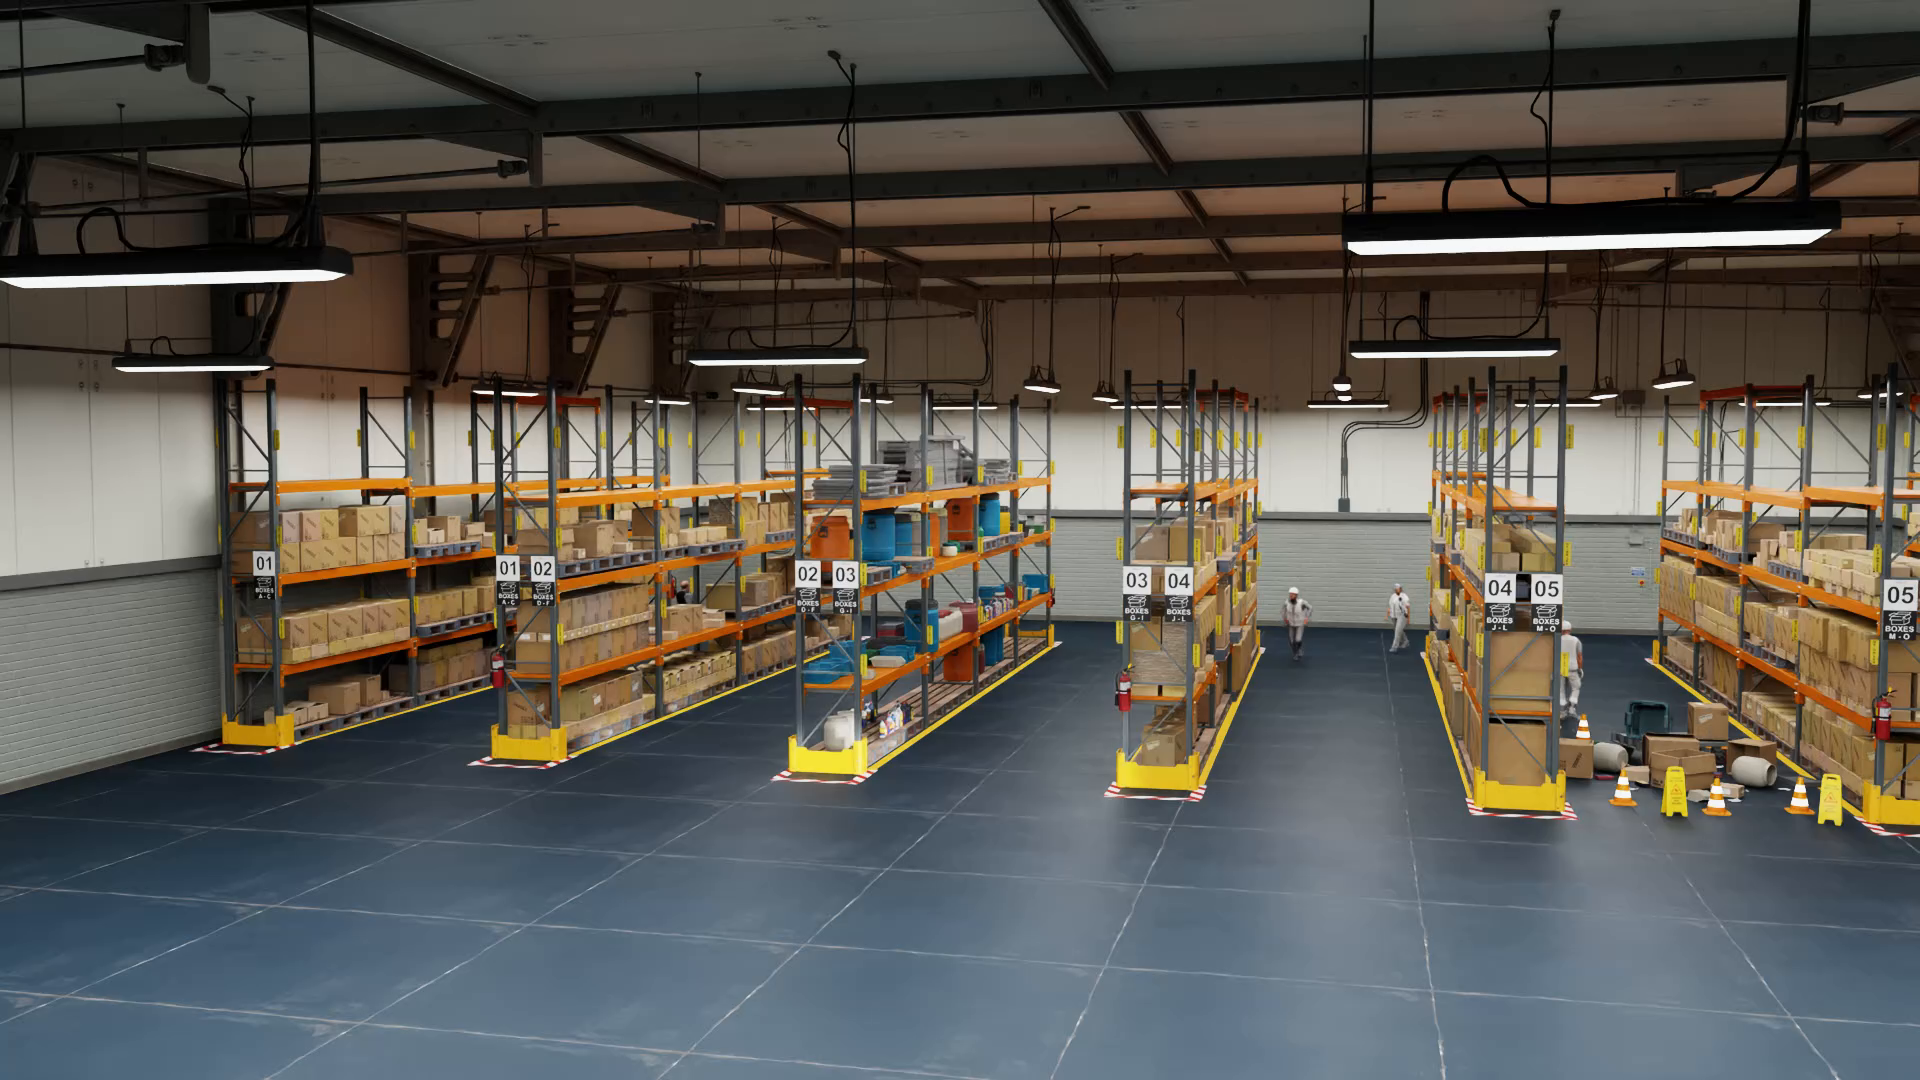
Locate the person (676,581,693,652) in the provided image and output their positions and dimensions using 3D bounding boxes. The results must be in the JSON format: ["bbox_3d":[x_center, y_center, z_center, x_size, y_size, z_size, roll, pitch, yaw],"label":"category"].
[{"bbox_3d":[-6.448,1.816,38.817,0.480,1.723,0.567,-3,5,-43],"label":"person"}]

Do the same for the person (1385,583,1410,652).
[{"bbox_3d":[10.378,1.818,39.329,1.079,1.592,0.512,-3,5,-41],"label":"person"}]

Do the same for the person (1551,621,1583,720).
[{"bbox_3d":[10.827,2.335,29.690,0.573,1.787,0.553,1,4,16],"label":"person"}]

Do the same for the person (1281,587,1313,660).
[{"bbox_3d":[7.648,1.897,37.733,0.705,1.684,0.712,1,4,22],"label":"person"}]

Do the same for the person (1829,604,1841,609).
[{"bbox_3d":[19.656,1.882,37.427,0.688,1.703,0.552,1,4,12],"label":"person"}]
